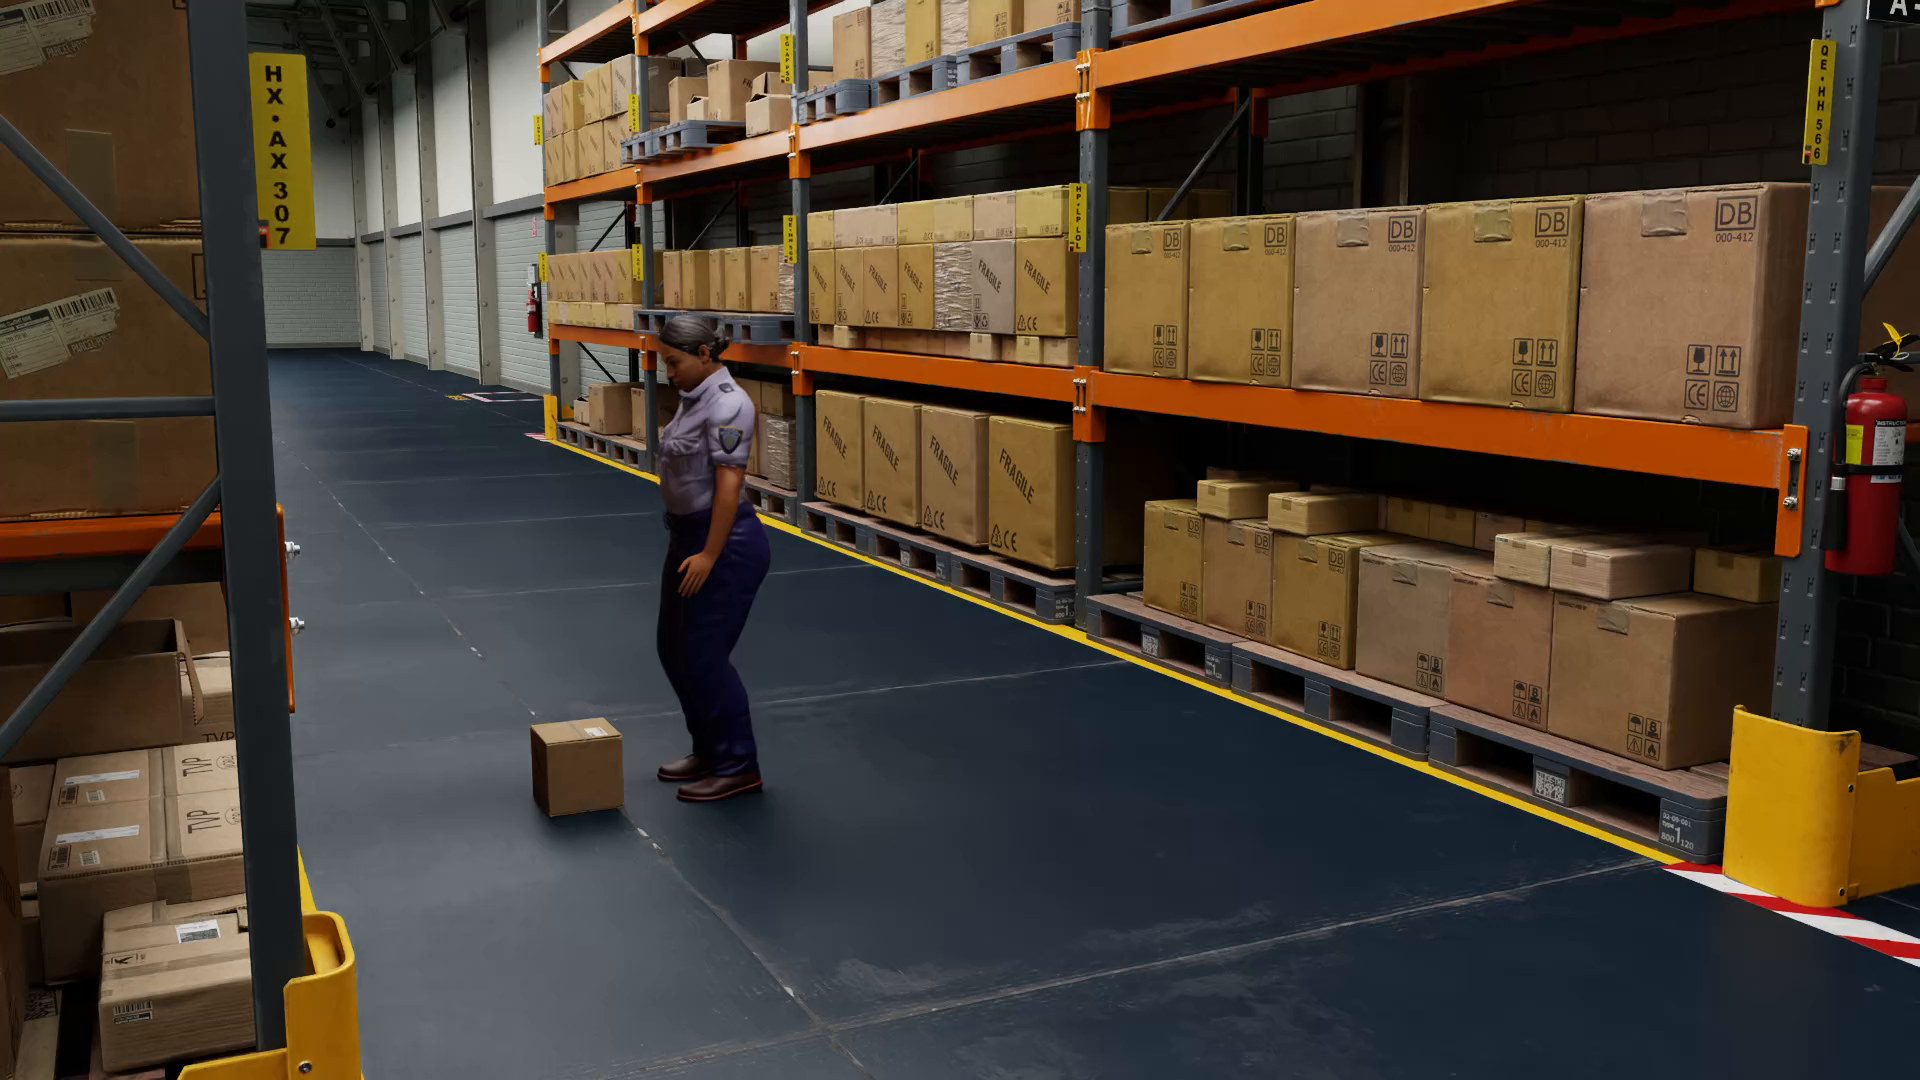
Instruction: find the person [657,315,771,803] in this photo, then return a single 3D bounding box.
[{"bbox_3d":[-0.837,0.060,5.650,0.357,1.614,0.486,-4,9,-25],"label":"person"}]
